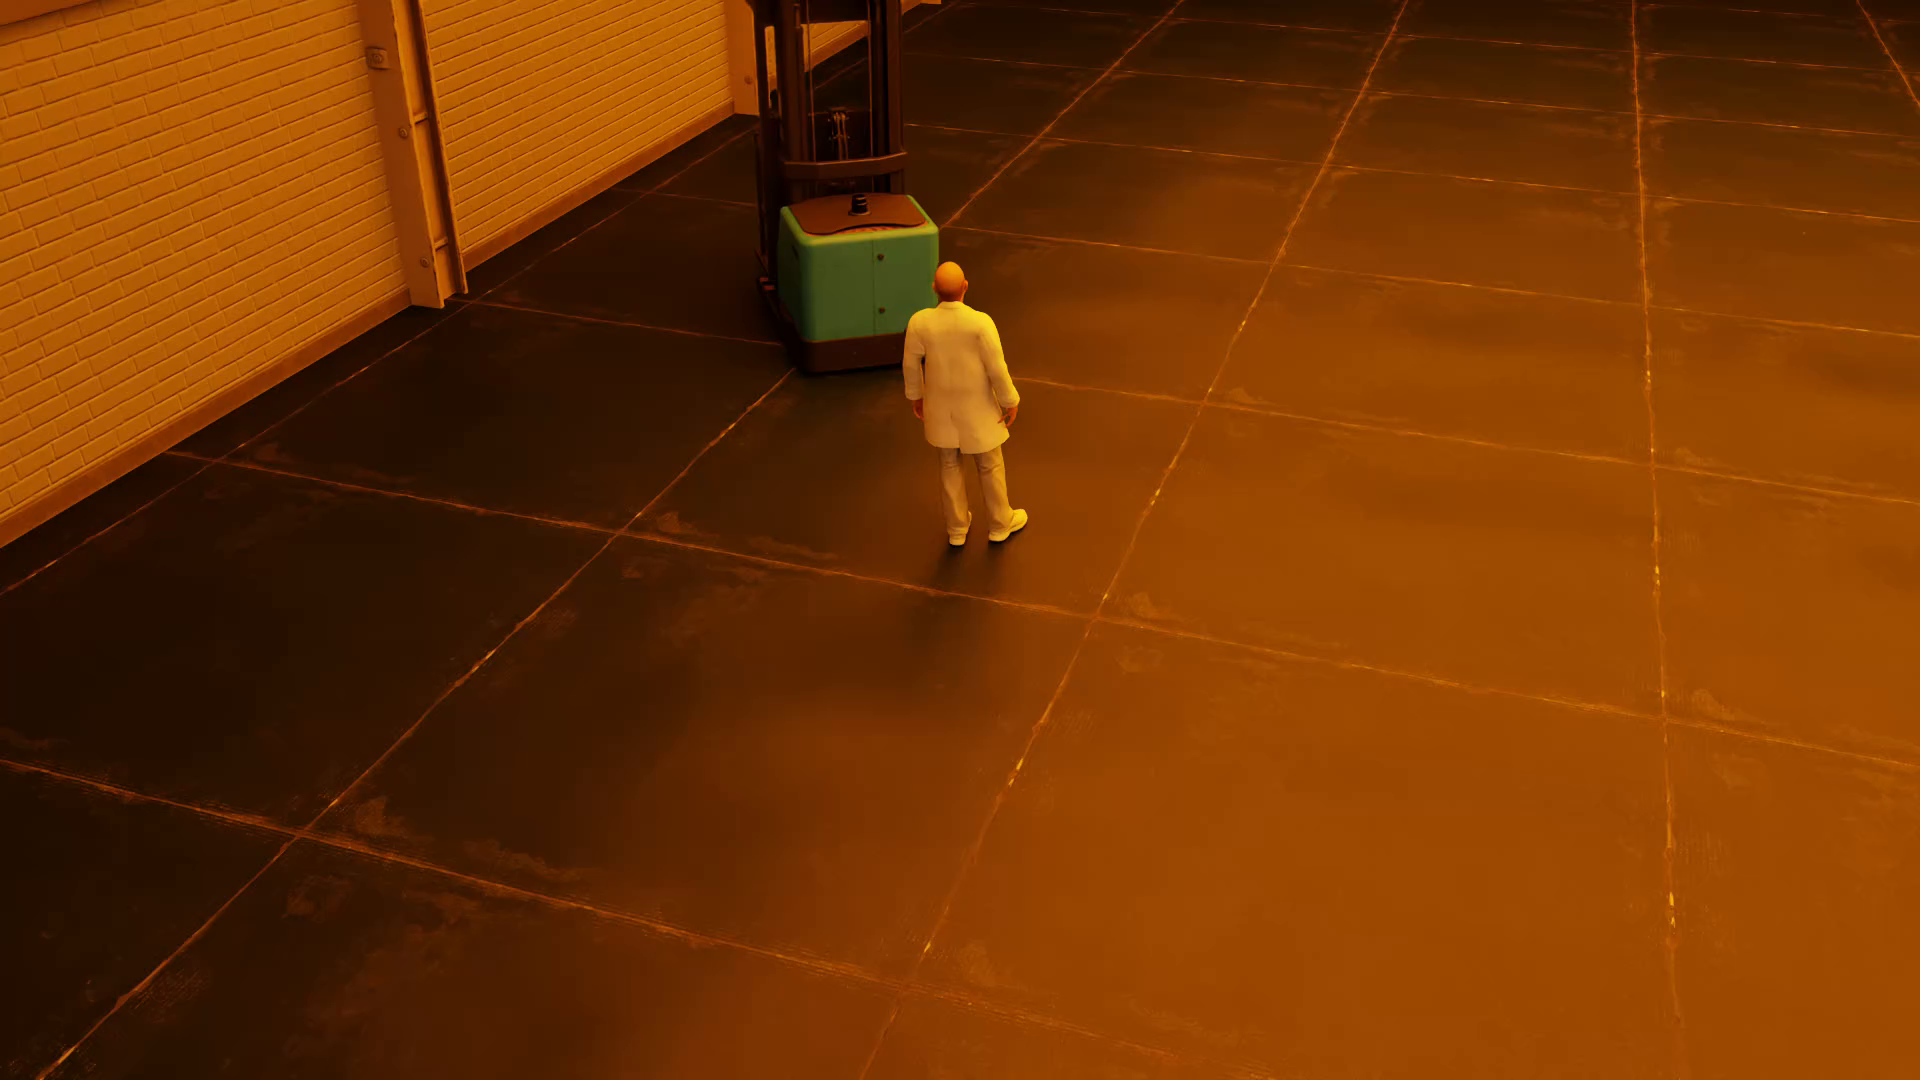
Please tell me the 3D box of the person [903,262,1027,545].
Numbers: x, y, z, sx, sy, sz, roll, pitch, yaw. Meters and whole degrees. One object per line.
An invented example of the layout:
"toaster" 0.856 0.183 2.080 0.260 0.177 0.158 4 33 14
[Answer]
"person" 0.033 -0.821 9.726 0.698 1.778 0.578 10 31 16

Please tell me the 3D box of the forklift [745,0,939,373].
"forklift" -1.033 -3.206 12.761 1.130 2.935 3.031 -8 31 -14
